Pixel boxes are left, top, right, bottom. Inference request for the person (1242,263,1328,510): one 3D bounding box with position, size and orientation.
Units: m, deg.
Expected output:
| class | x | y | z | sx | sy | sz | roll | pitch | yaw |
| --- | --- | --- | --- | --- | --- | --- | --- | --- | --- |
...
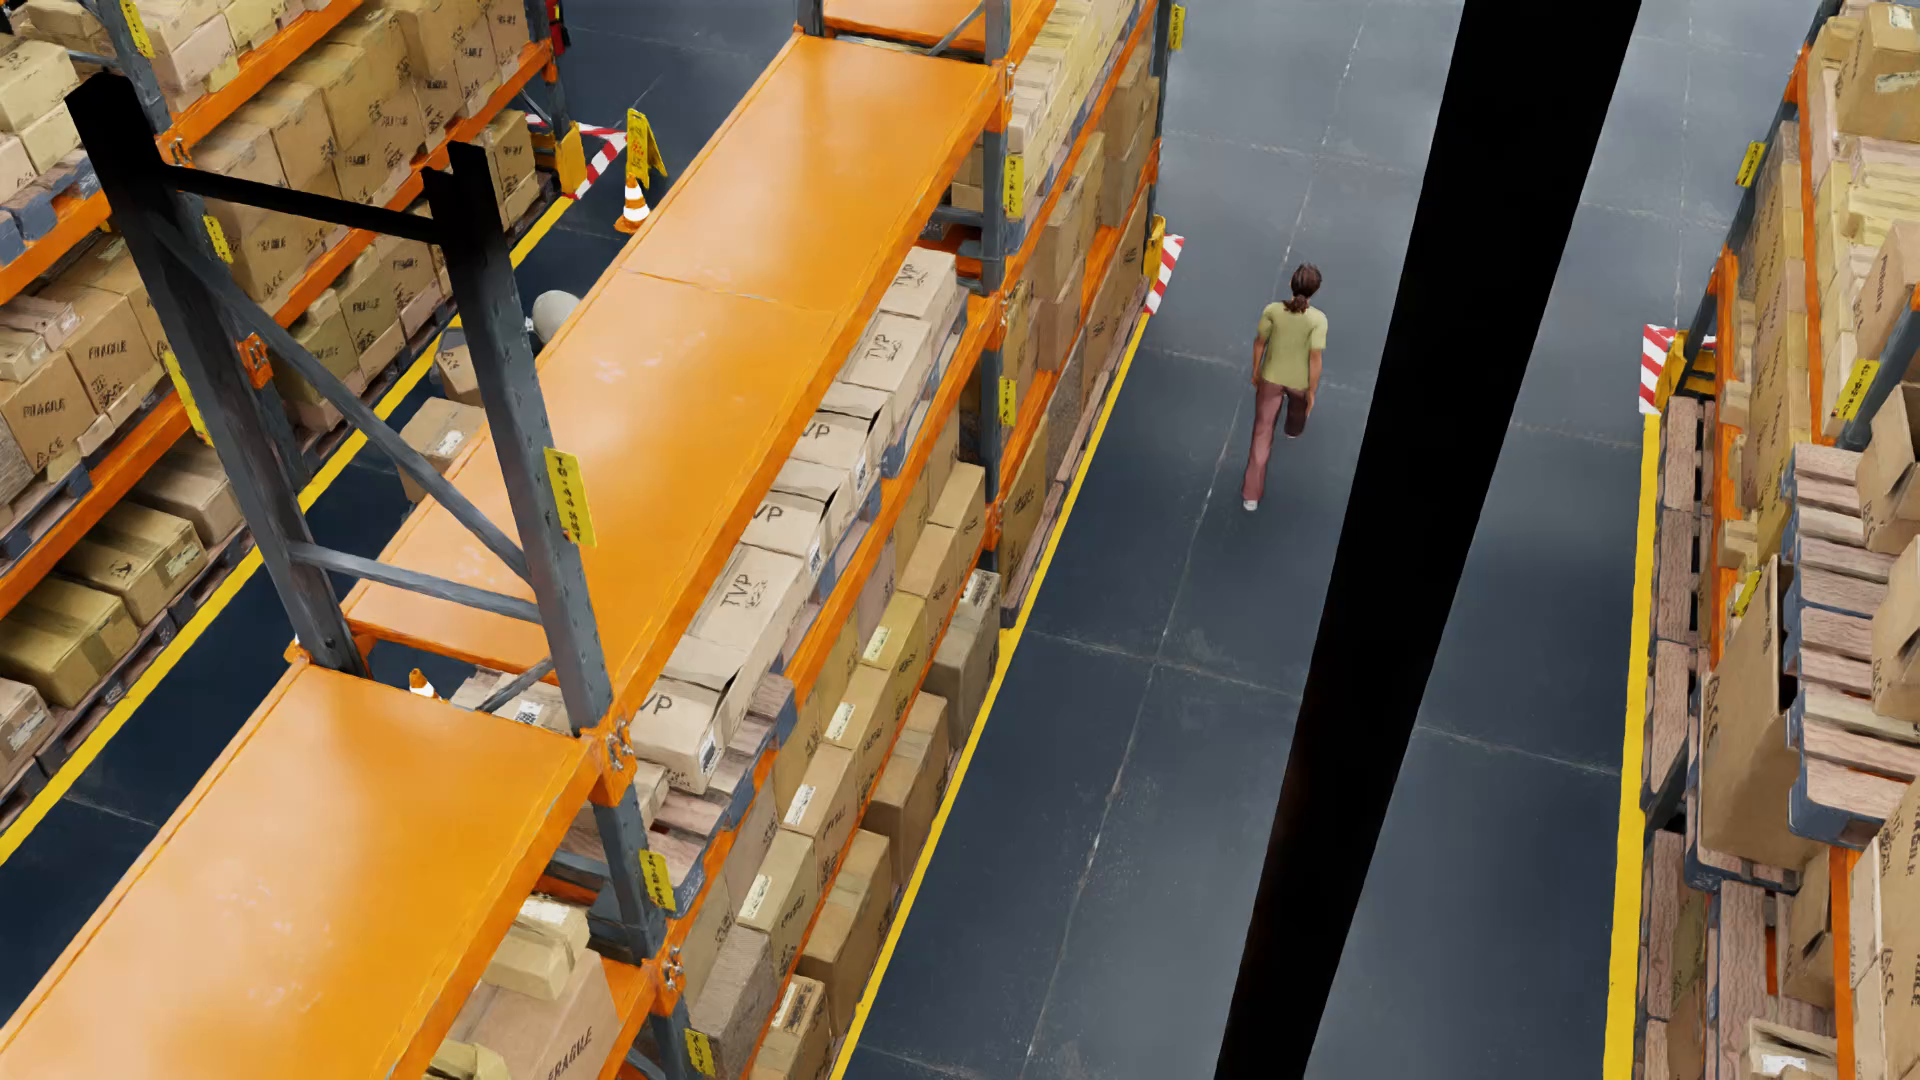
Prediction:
| class | x | y | z | sx | sy | sz | roll | pitch | yaw |
| --- | --- | --- | --- | --- | --- | --- | --- | --- | --- |
| person | 2.088 | -1.086 | 10.674 | 0.447 | 1.591 | 1.102 | 13 | 47 | 12 |
